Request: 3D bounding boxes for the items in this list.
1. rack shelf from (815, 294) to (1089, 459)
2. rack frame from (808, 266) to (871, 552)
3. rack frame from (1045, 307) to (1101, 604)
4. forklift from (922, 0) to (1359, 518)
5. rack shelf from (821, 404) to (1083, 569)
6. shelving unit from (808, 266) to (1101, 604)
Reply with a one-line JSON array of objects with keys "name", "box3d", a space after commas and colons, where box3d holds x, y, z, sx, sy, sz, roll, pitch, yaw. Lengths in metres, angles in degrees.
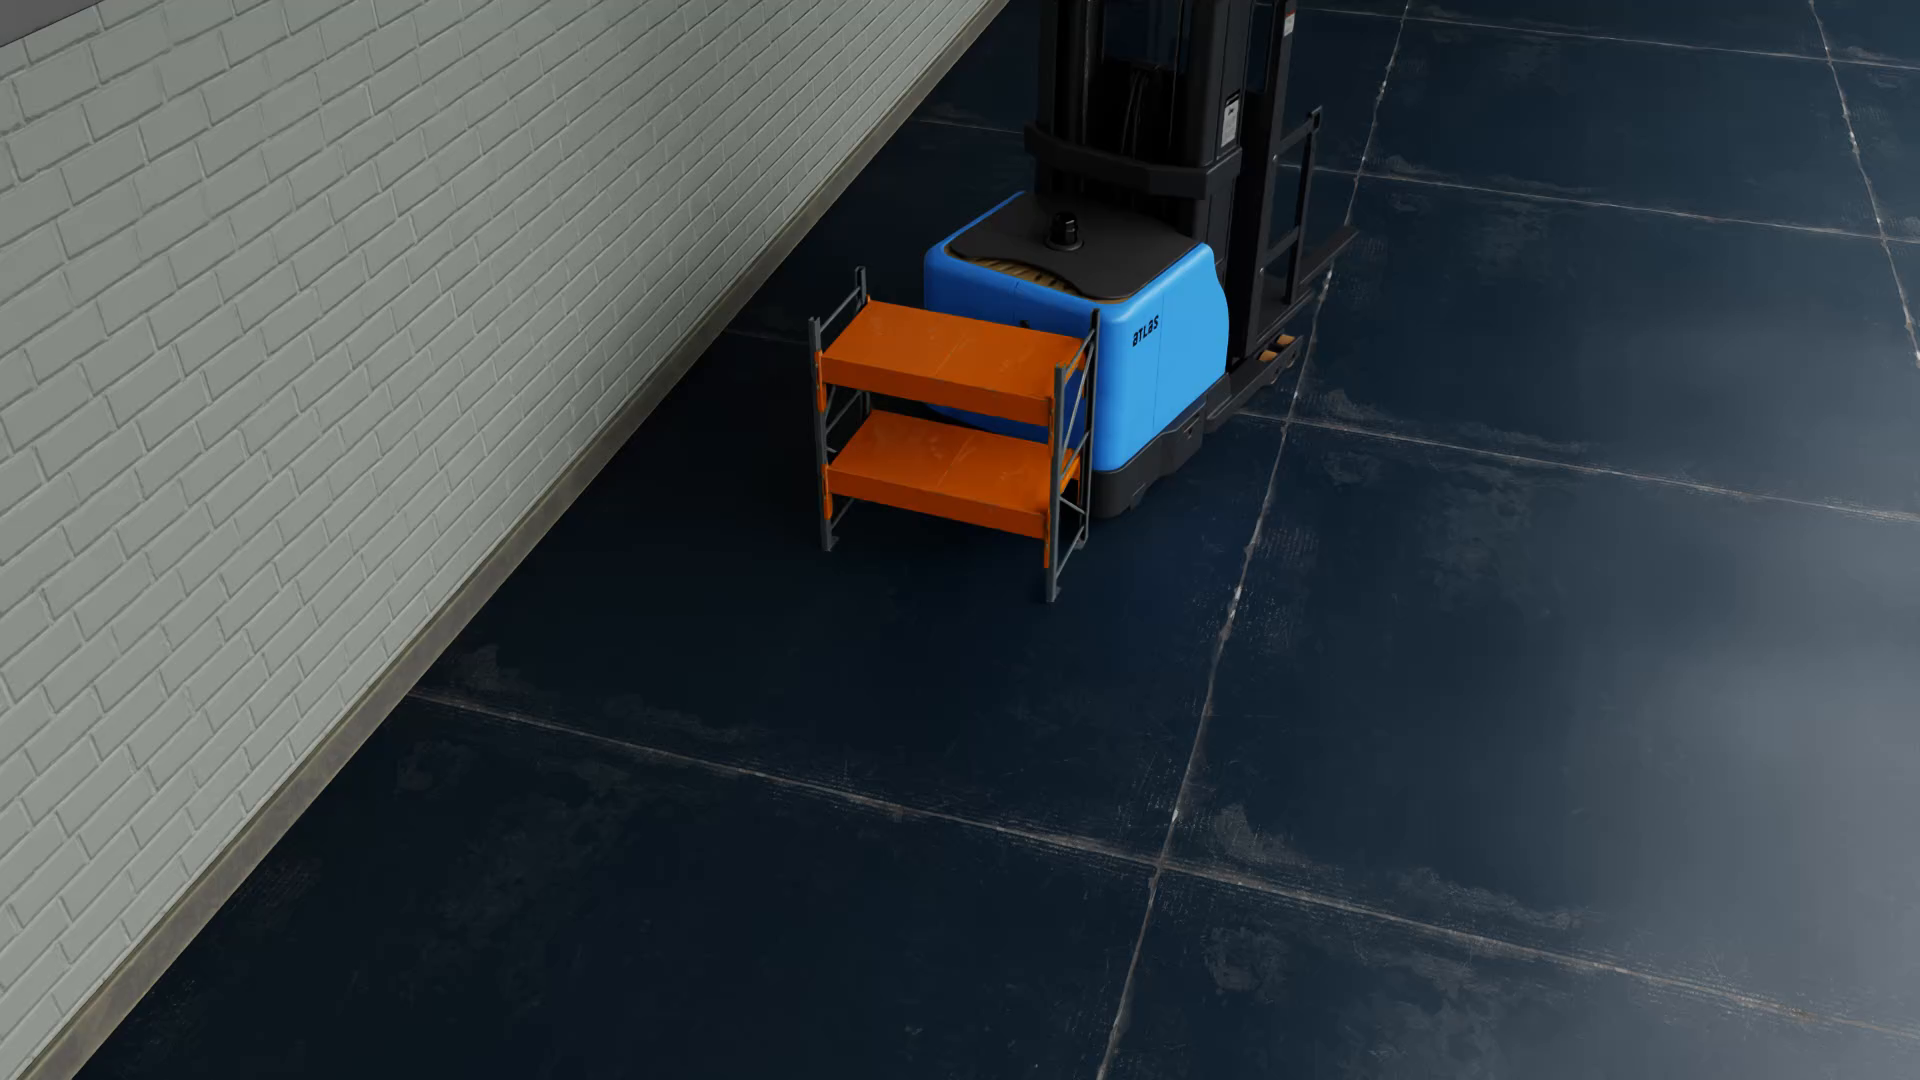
[{"name": "rack shelf", "box3d": [-0.019, -0.672, 6.720, 1.000, 0.278, 0.538, 13, 38, 17]}, {"name": "rack frame", "box3d": [-0.494, -0.543, 7.038, 0.032, 1.125, 0.500, 13, 38, 17]}, {"name": "rack frame", "box3d": [0.457, -0.330, 6.749, 0.032, 1.125, 0.500, 13, 38, 17]}, {"name": "forklift", "box3d": [1.078, -2.106, 7.639, 1.130, 2.935, 3.031, 22, 42, 27]}, {"name": "rack shelf", "box3d": [-0.019, -0.239, 7.039, 1.000, 0.278, 0.538, 13, 38, 17]}, {"name": "shelving unit", "box3d": [-0.019, -0.436, 6.894, 1.048, 1.125, 0.538, 13, 38, 17]}]
